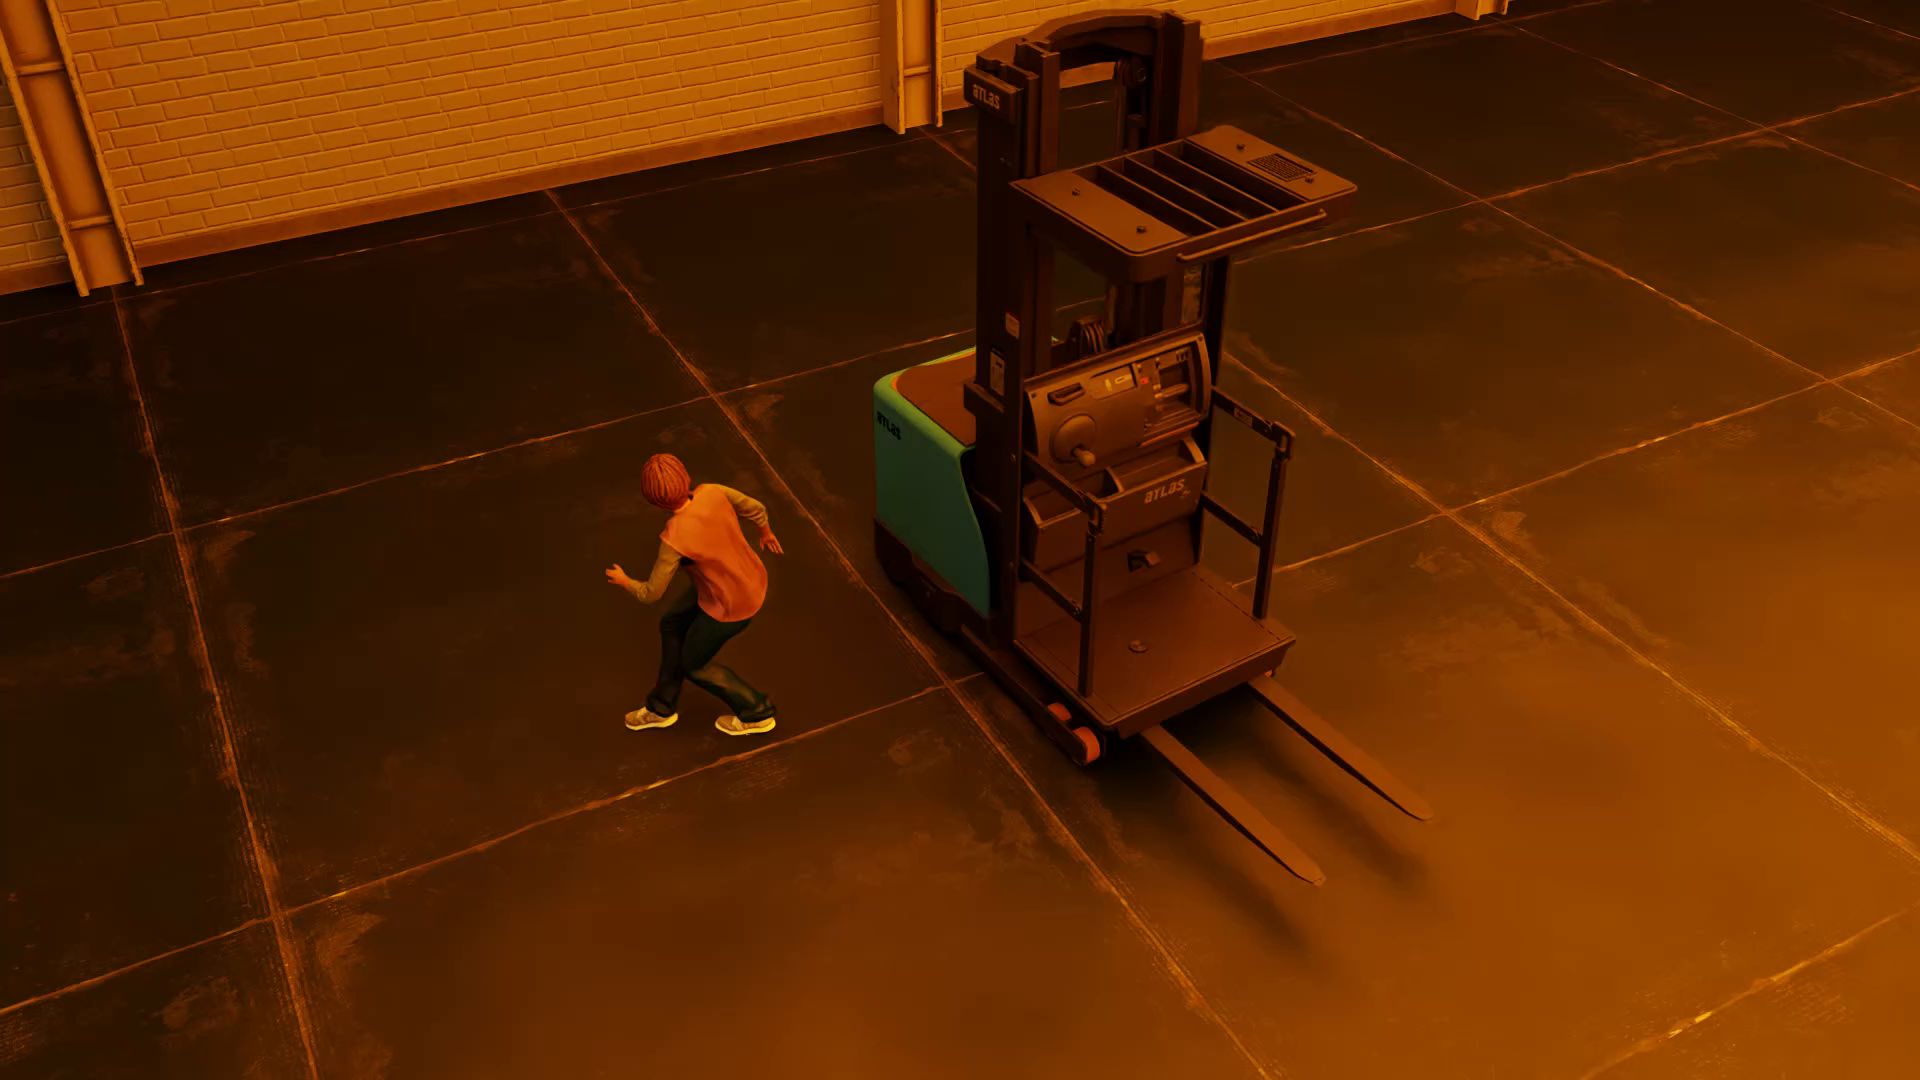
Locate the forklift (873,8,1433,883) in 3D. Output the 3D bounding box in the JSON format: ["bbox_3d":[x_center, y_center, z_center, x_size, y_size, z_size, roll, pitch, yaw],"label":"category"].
[{"bbox_3d":[0.800,-0.529,6.871,1.130,2.935,3.031,-21,40,-27],"label":"forklift"}]

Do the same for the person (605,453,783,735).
[{"bbox_3d":[-1.155,0.194,7.155,0.714,1.444,0.637,6,36,9],"label":"person"}]
